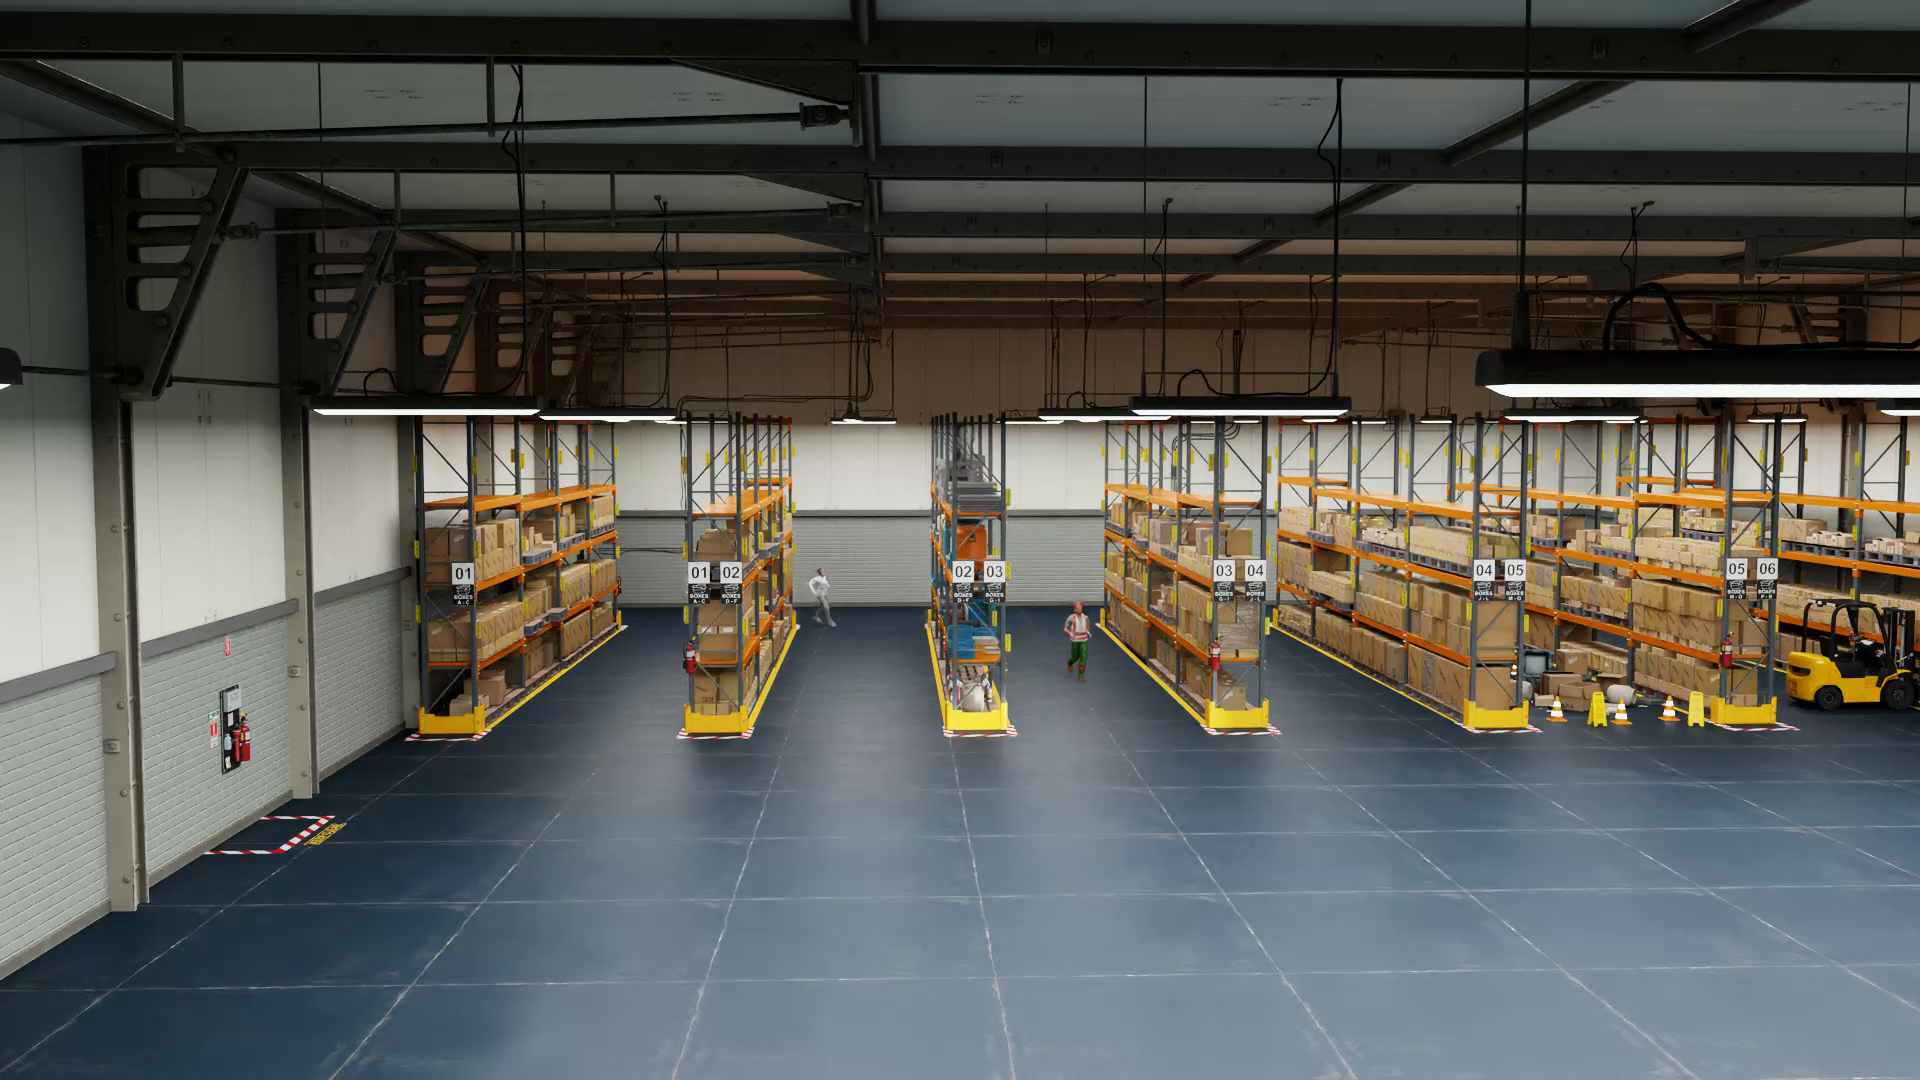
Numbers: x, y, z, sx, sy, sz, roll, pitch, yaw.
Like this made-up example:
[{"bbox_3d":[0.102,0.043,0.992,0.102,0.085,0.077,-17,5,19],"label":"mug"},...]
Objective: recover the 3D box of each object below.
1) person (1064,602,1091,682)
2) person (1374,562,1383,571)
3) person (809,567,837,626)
[{"bbox_3d":[2.676,2.286,37.618,0.657,1.771,0.863,-1,4,-17],"label":"person"},{"bbox_3d":[12.237,1.523,48.916,0.741,1.839,0.632,-1,4,-10],"label":"person"},{"bbox_3d":[-3.976,1.620,47.801,0.893,1.701,0.636,3,5,34],"label":"person"}]
